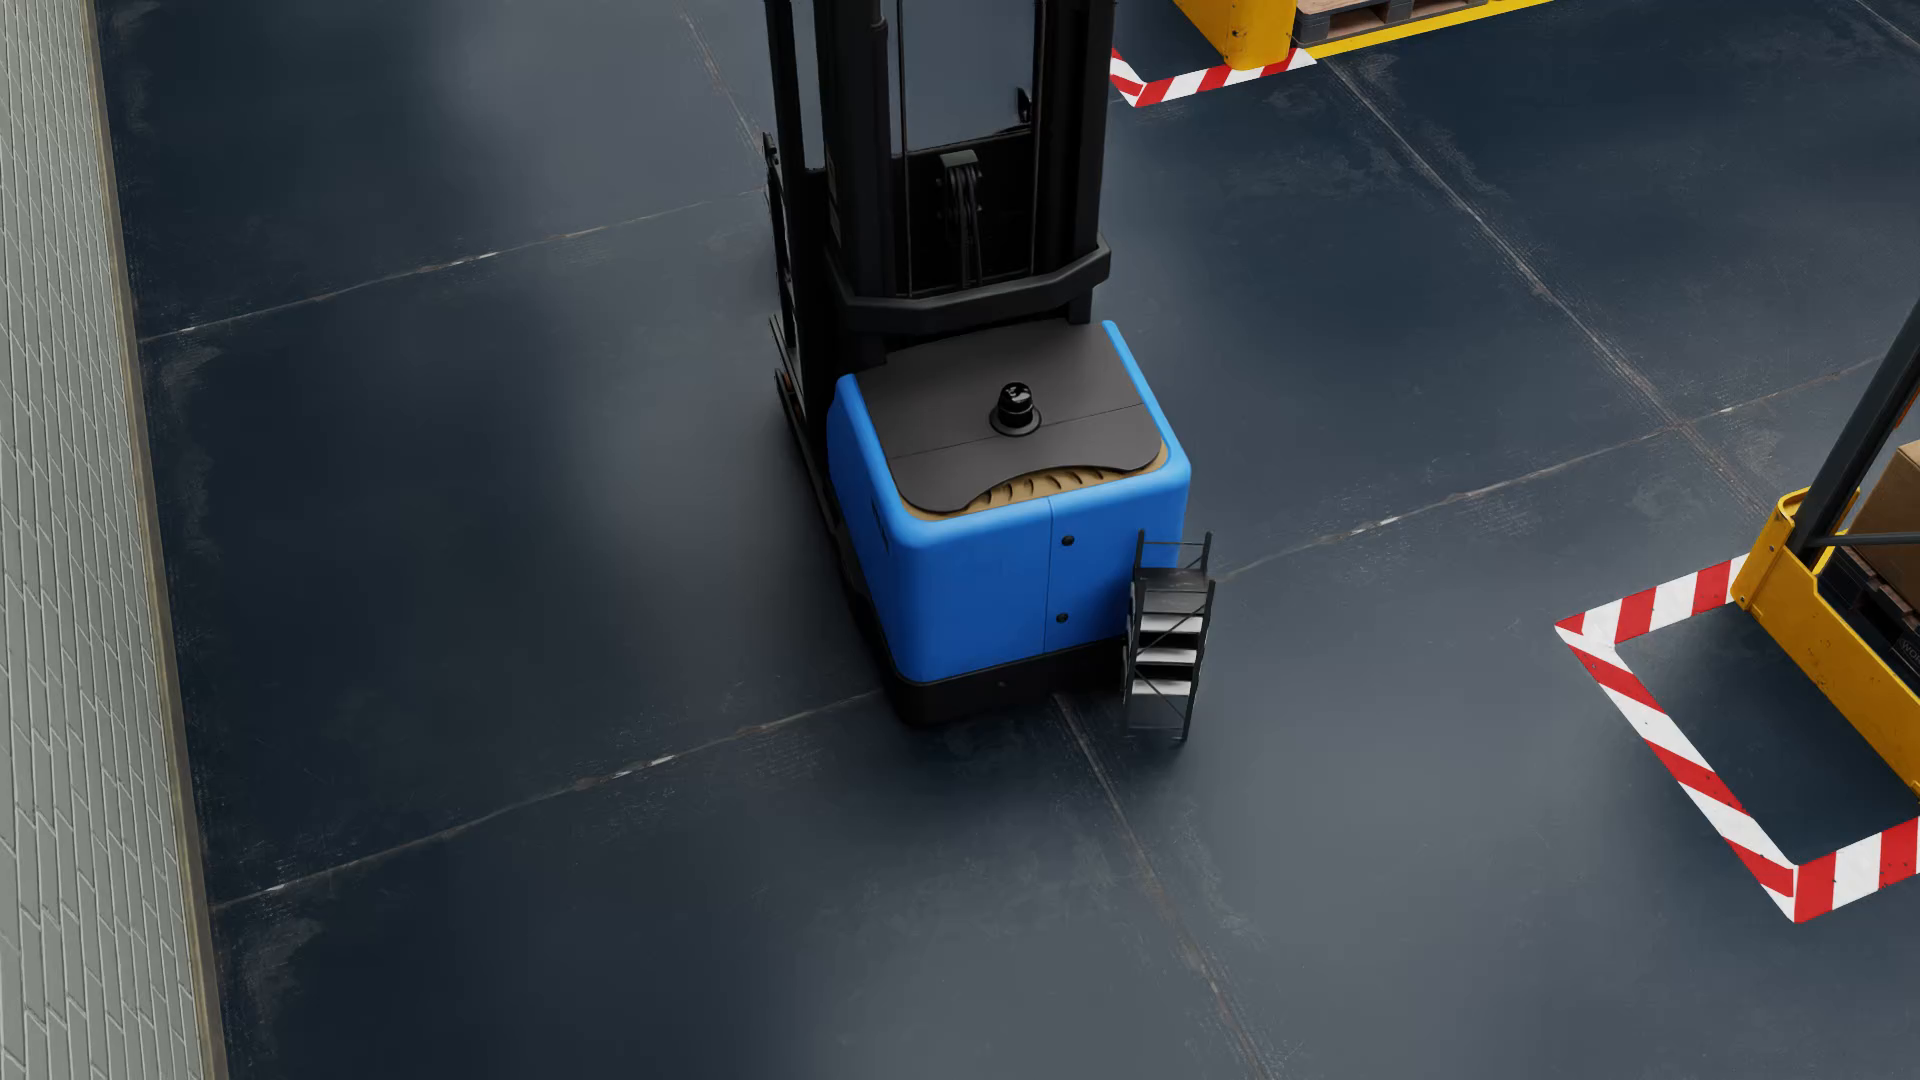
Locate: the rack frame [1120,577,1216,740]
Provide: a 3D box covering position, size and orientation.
[{"bbox_3d":[0.696,0.418,5.638,0.240,0.900,0.006,2,49,1],"label":"rack frame"}]

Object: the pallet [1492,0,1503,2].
[{"bbox_3d":[3.297,-3.539,9.491,1.213,0.211,1.003,-17,52,-14],"label":"pallet"}]

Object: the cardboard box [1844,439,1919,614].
[{"bbox_3d":[3.671,-0.069,6.030,0.500,0.500,0.500,-17,52,-14],"label":"cardboard box"}]

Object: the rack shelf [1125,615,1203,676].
[{"bbox_3d":[0.700,0.363,5.730,0.258,0.077,0.200,2,49,1],"label":"rack shelf"}]

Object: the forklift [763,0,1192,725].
[{"bbox_3d":[-0.143,-1.444,5.898,1.130,2.935,3.031,-13,51,-11],"label":"forklift"}]

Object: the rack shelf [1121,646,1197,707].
[{"bbox_3d":[0.700,0.480,5.866,0.258,0.077,0.200,2,49,1],"label":"rack shelf"}]

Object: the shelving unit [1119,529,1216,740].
[{"bbox_3d":[0.700,0.341,5.705,0.258,0.900,0.210,2,49,1],"label":"shelving unit"}]

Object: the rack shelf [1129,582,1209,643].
[{"bbox_3d":[0.700,0.246,5.593,0.258,0.077,0.200,2,49,1],"label":"rack shelf"}]

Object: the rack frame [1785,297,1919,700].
[{"bbox_3d":[3.261,-0.411,4.966,0.127,3.000,1.000,-17,52,-14],"label":"rack frame"}]

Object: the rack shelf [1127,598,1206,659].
[{"bbox_3d":[0.700,0.304,5.662,0.258,0.077,0.200,2,49,1],"label":"rack shelf"}]

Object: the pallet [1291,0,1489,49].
[{"bbox_3d":[2.169,-3.192,9.193,1.213,0.211,1.003,-17,52,-14],"label":"pallet"}]

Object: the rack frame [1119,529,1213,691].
[{"bbox_3d":[0.704,0.264,5.771,0.240,0.900,0.006,2,49,1],"label":"rack frame"}]

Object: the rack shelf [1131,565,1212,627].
[{"bbox_3d":[0.700,0.187,5.525,0.258,0.077,0.200,2,49,1],"label":"rack shelf"}]

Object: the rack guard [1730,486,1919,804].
[{"bbox_3d":[3.331,0.382,5.933,0.348,0.500,1.175,-17,52,-14],"label":"rack guard"}]

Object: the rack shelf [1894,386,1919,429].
[{"bbox_3d":[5.112,-0.750,5.732,4.000,0.370,1.077,-17,52,-14],"label":"rack shelf"}]

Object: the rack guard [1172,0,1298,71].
[{"bbox_3d":[1.374,-3.061,8.890,0.348,0.500,1.175,-17,52,-14],"label":"rack guard"}]

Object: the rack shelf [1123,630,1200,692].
[{"bbox_3d":[0.700,0.422,5.798,0.258,0.077,0.200,2,49,1],"label":"rack shelf"}]

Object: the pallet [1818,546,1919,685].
[{"bbox_3d":[4.069,0.246,6.240,1.213,0.211,1.003,-17,52,-14],"label":"pallet"}]
